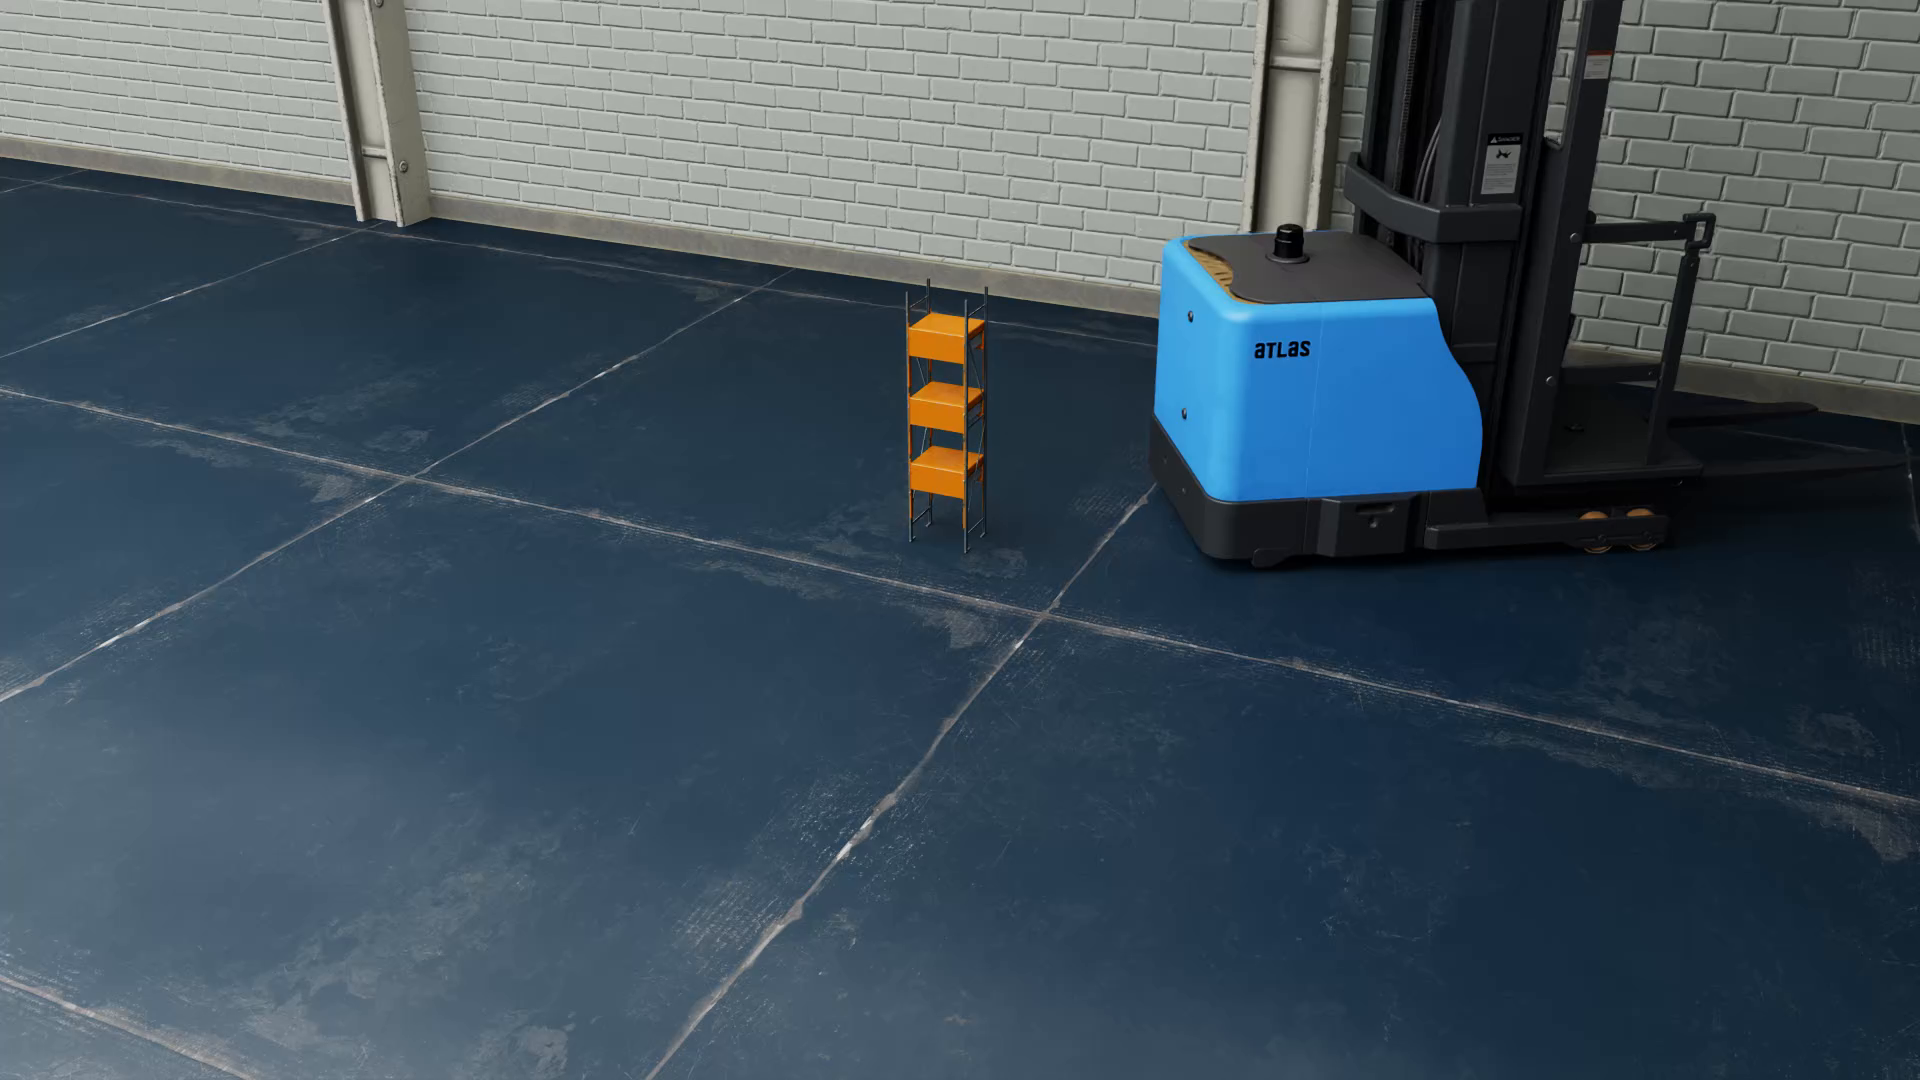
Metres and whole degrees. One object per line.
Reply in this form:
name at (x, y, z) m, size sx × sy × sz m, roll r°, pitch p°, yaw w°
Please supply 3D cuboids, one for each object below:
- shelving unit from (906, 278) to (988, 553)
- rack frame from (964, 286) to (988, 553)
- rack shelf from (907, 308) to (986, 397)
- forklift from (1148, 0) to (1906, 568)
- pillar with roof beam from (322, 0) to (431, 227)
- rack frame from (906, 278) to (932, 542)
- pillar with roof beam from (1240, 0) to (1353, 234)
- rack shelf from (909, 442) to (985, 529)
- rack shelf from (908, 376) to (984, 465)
shelving unit at (-0.049, -0.481, 6.538) m, size 0.252 × 1.050 × 0.215 m, roll 11°, pitch 28°, yaw 22°
rack frame at (0.062, -0.458, 6.493) m, size 0.008 × 1.050 × 0.200 m, roll 11°, pitch 28°, yaw 22°
rack shelf at (-0.049, -0.726, 6.417) m, size 0.240 × 0.259 × 0.215 m, roll 11°, pitch 28°, yaw 22°
forklift at (2.382, -1.489, 6.455) m, size 3.031 × 2.935 × 1.130 m, roll -4°, pitch 26°, yaw -7°
pillar with roof beam at (-5.557, -4.461, 5.622) m, size 0.400 × 9.000 × 9.100 m, roll 11°, pitch 28°, yaw 22°
rack frame at (-0.160, -0.503, 6.583) m, size 0.008 × 1.050 × 0.200 m, roll 11°, pitch 28°, yaw 22°
pillar with roof beam at (-0.095, -3.364, 3.394) m, size 0.400 × 9.000 × 9.100 m, roll 11°, pitch 28°, yaw 22°
rack shelf at (-0.049, -0.222, 6.665) m, size 0.240 × 0.259 × 0.215 m, roll 11°, pitch 28°, yaw 22°
rack shelf at (-0.049, -0.471, 6.543) m, size 0.240 × 0.259 × 0.215 m, roll 11°, pitch 28°, yaw 22°
